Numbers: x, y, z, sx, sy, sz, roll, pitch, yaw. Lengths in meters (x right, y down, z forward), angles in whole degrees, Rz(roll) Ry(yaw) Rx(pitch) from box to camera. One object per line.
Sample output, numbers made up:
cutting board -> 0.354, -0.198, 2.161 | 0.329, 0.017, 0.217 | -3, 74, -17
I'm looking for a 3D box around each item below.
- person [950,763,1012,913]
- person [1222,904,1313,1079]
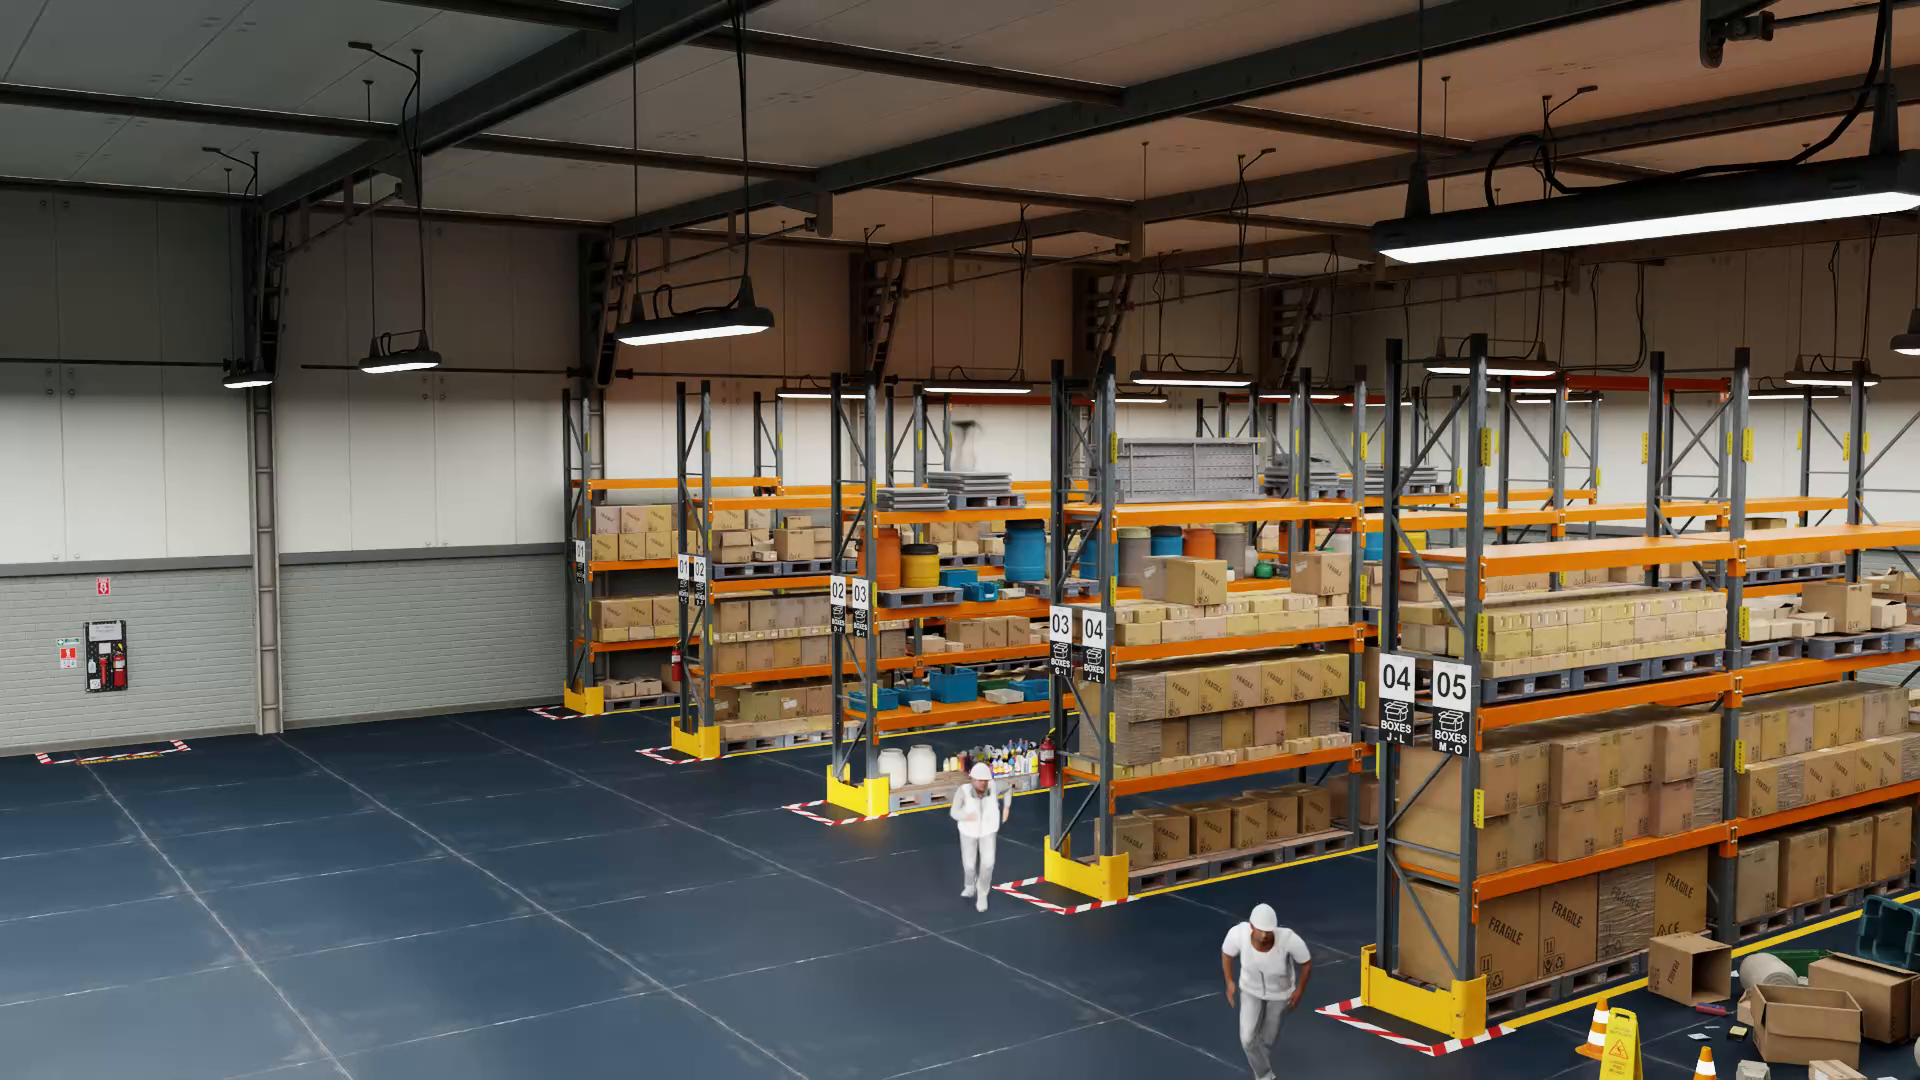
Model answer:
person -> 0.223, 3.196, 18.042 | 0.696, 1.688, 0.975 | 0, 4, -6
person -> 2.411, 3.546, 13.041 | 0.707, 1.599, 1.071 | 1, 4, 16
